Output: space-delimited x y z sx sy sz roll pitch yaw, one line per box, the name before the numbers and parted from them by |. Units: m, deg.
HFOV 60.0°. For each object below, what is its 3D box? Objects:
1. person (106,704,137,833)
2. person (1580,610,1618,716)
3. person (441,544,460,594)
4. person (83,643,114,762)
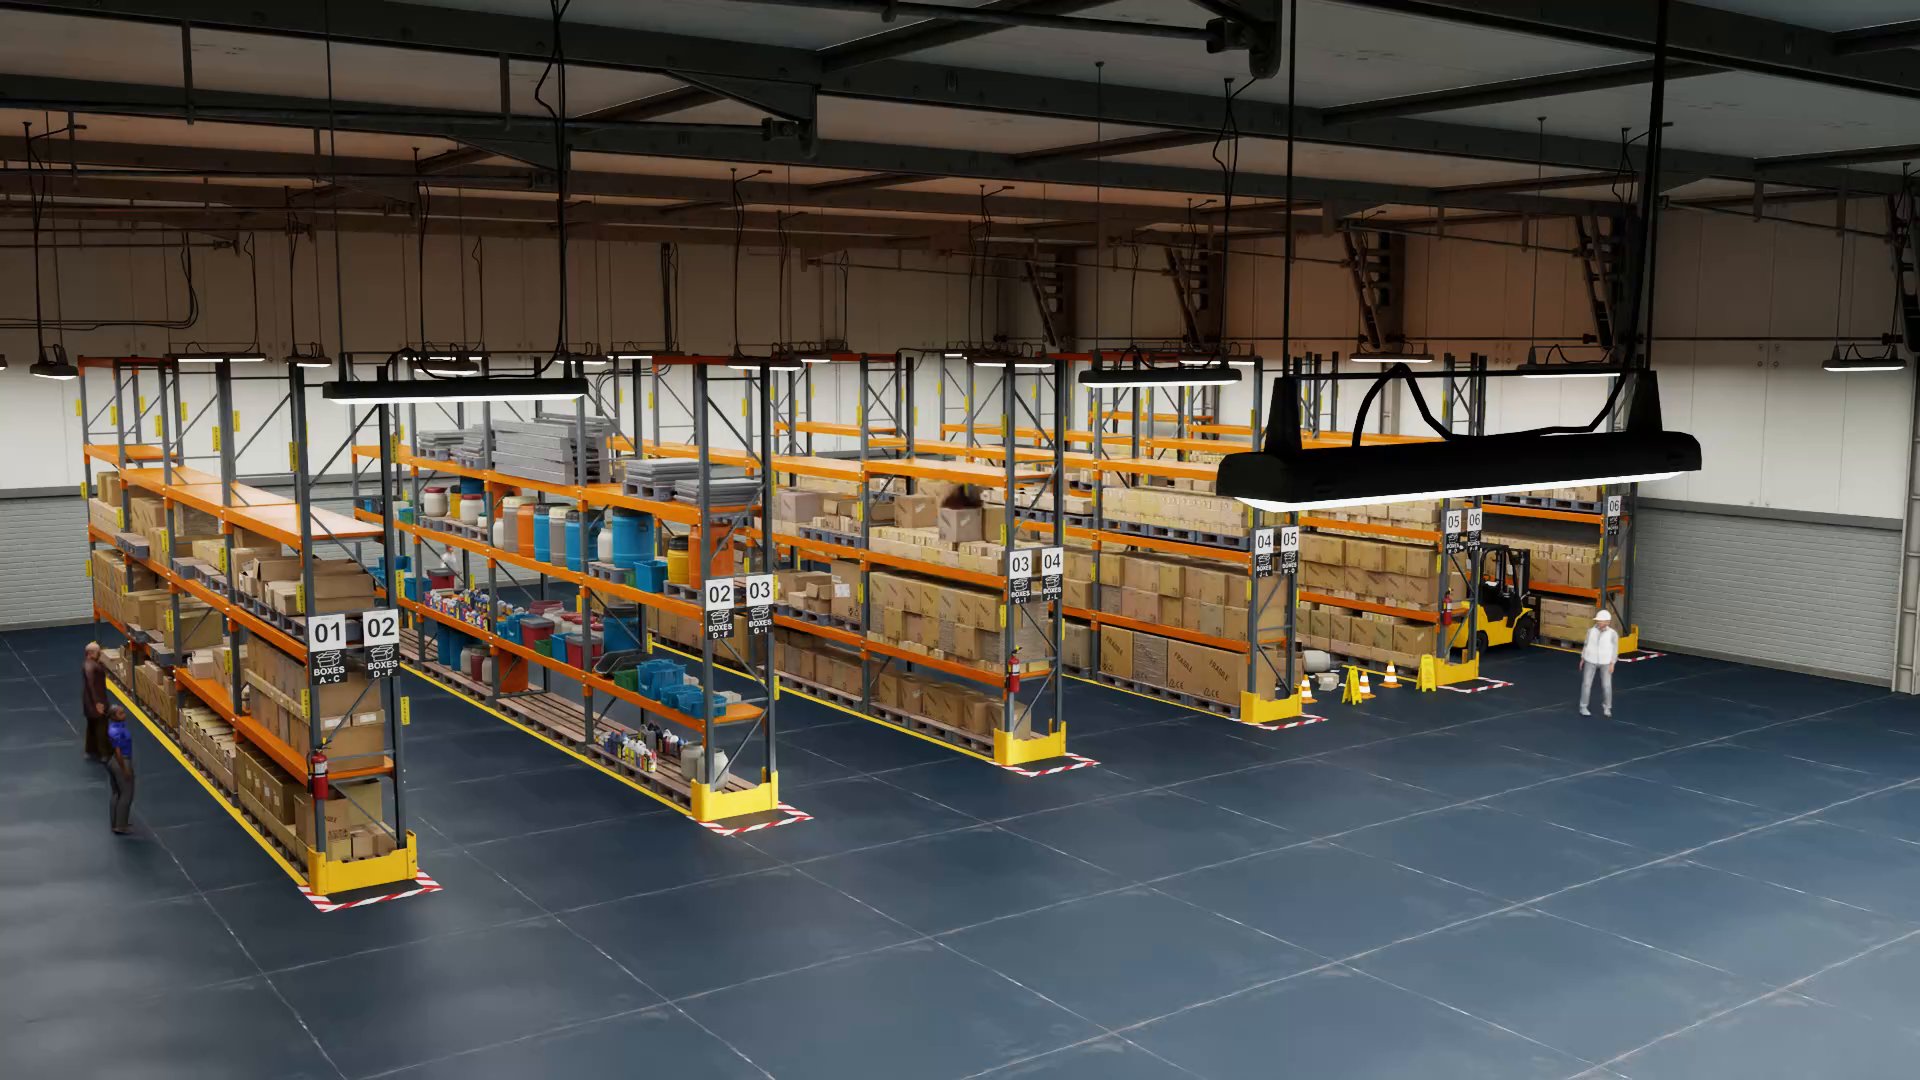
person | -10.769 2.947 21.394 0.352 1.703 0.474 -6 9 -43
person | 10.740 2.062 27.959 0.590 1.766 0.499 2 7 19
person | -11.911 0.849 38.729 0.502 1.585 0.422 -1 7 -4
person | -12.913 2.418 24.973 0.447 1.774 0.645 -6 9 -39
